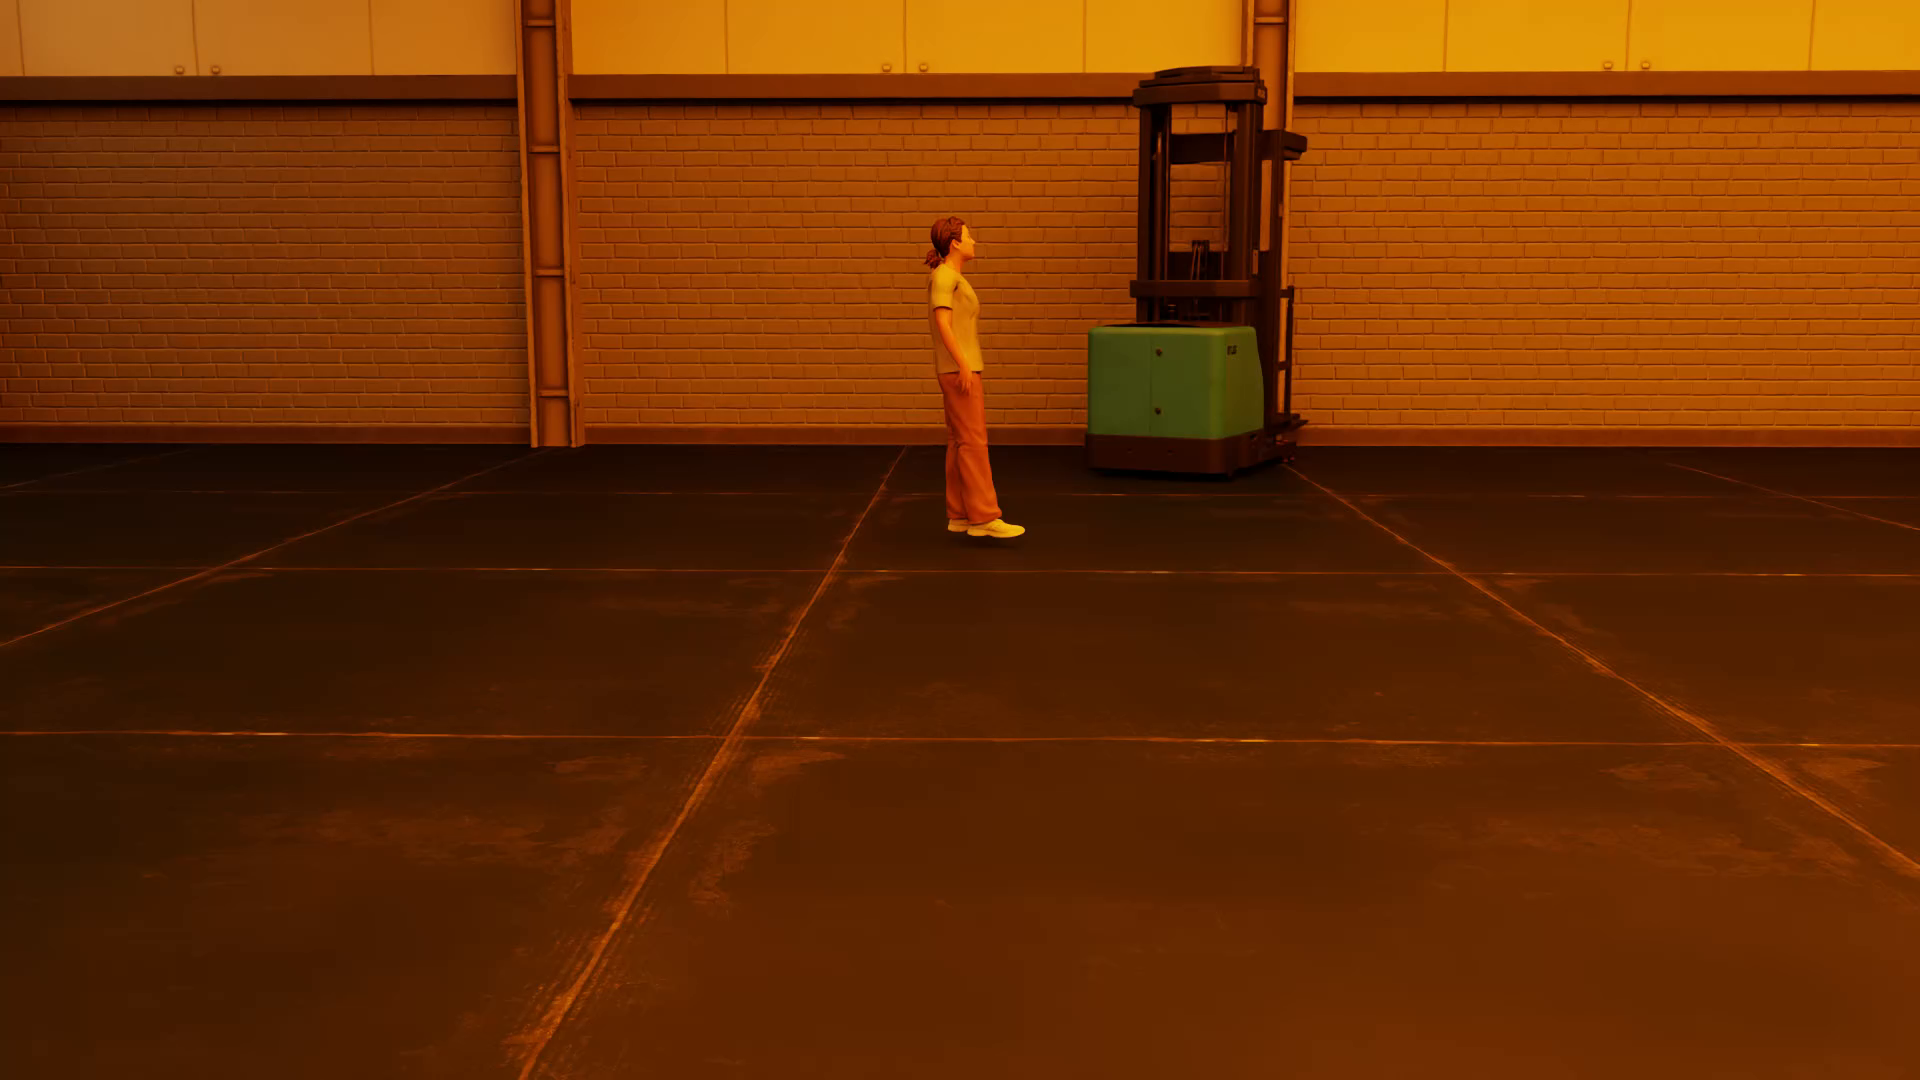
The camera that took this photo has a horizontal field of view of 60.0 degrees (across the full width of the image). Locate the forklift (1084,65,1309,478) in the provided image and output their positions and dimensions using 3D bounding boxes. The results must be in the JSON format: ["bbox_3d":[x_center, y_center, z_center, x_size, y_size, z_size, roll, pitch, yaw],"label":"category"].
[{"bbox_3d":[2.005,-2.070,12.851,1.130,2.935,3.031,4,10,26],"label":"forklift"}]

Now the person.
[{"bbox_3d":[0.073,-0.873,8.856,0.548,1.675,0.554,0,9,1],"label":"person"}]
